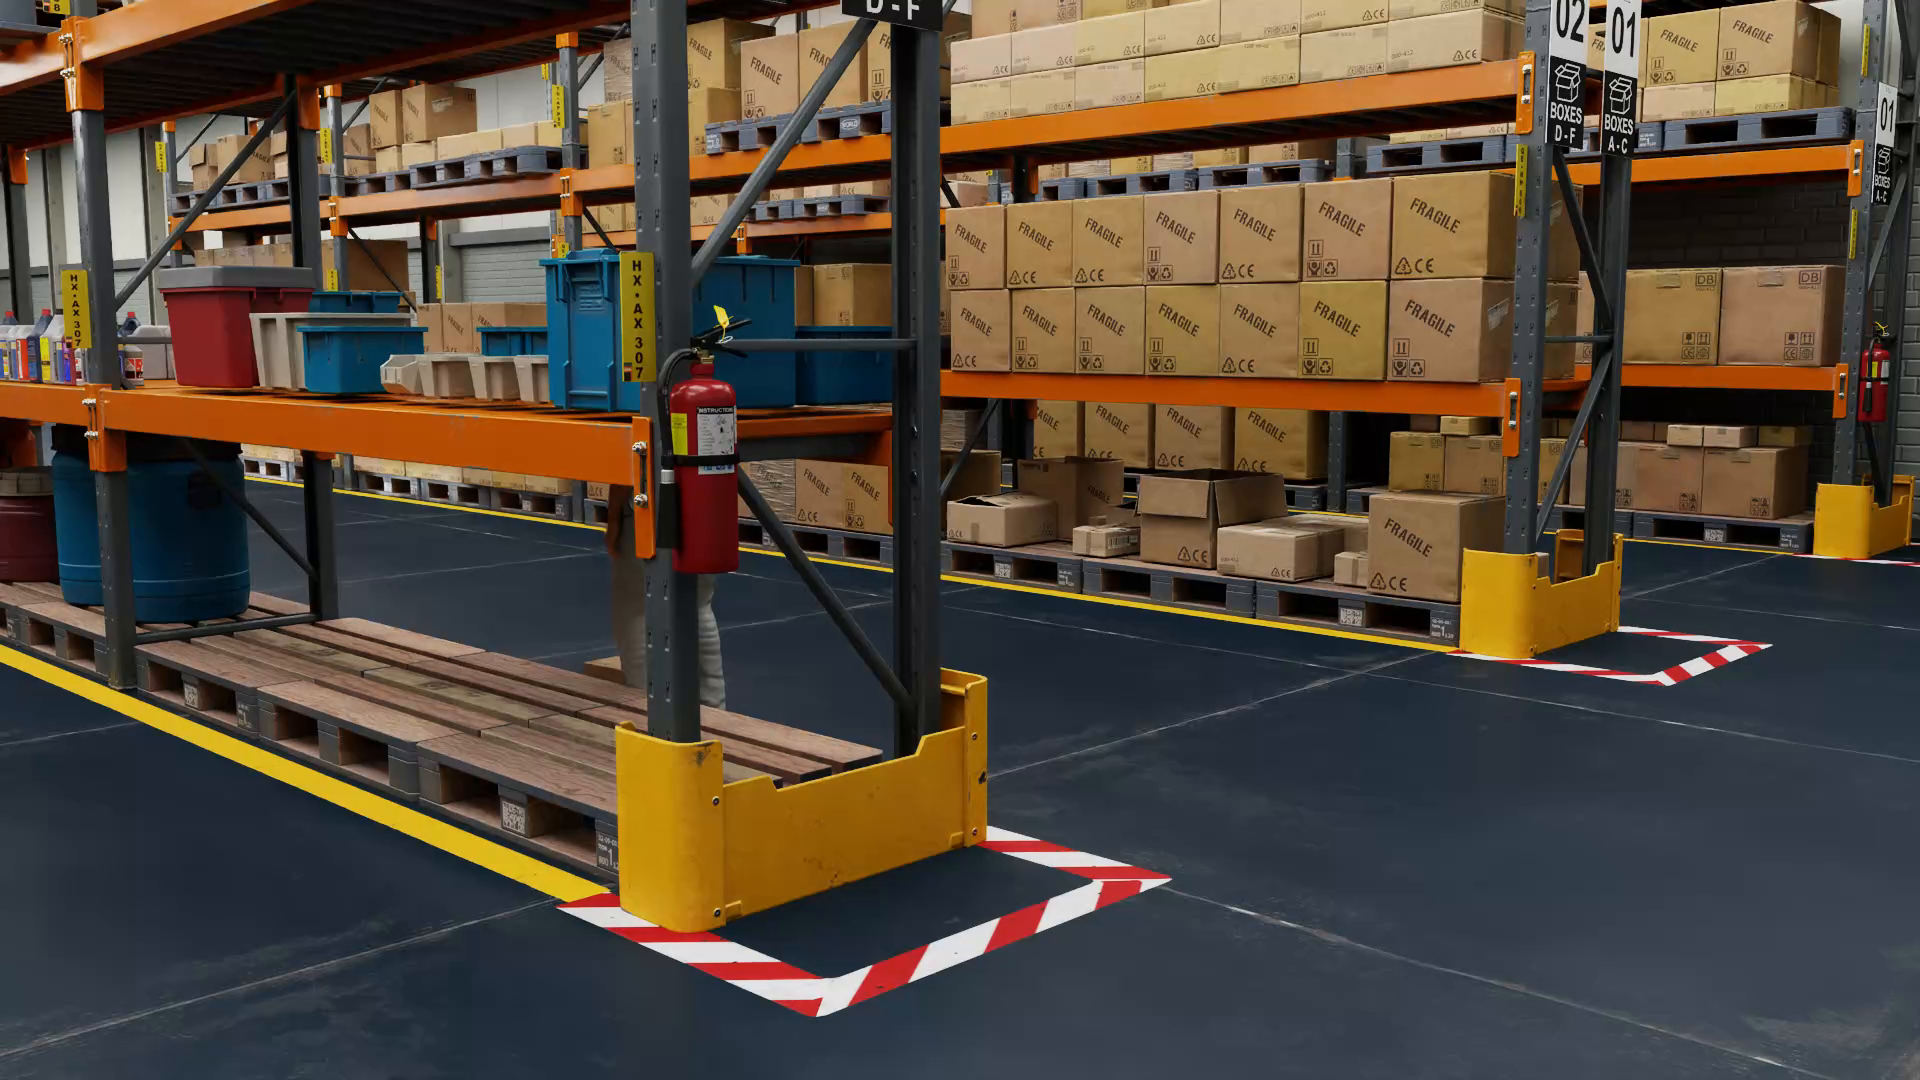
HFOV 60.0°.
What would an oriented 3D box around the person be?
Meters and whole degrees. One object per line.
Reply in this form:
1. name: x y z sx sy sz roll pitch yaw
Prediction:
1. person: -1.145 -0.079 6.375 0.457 1.665 0.553 6 9 40
